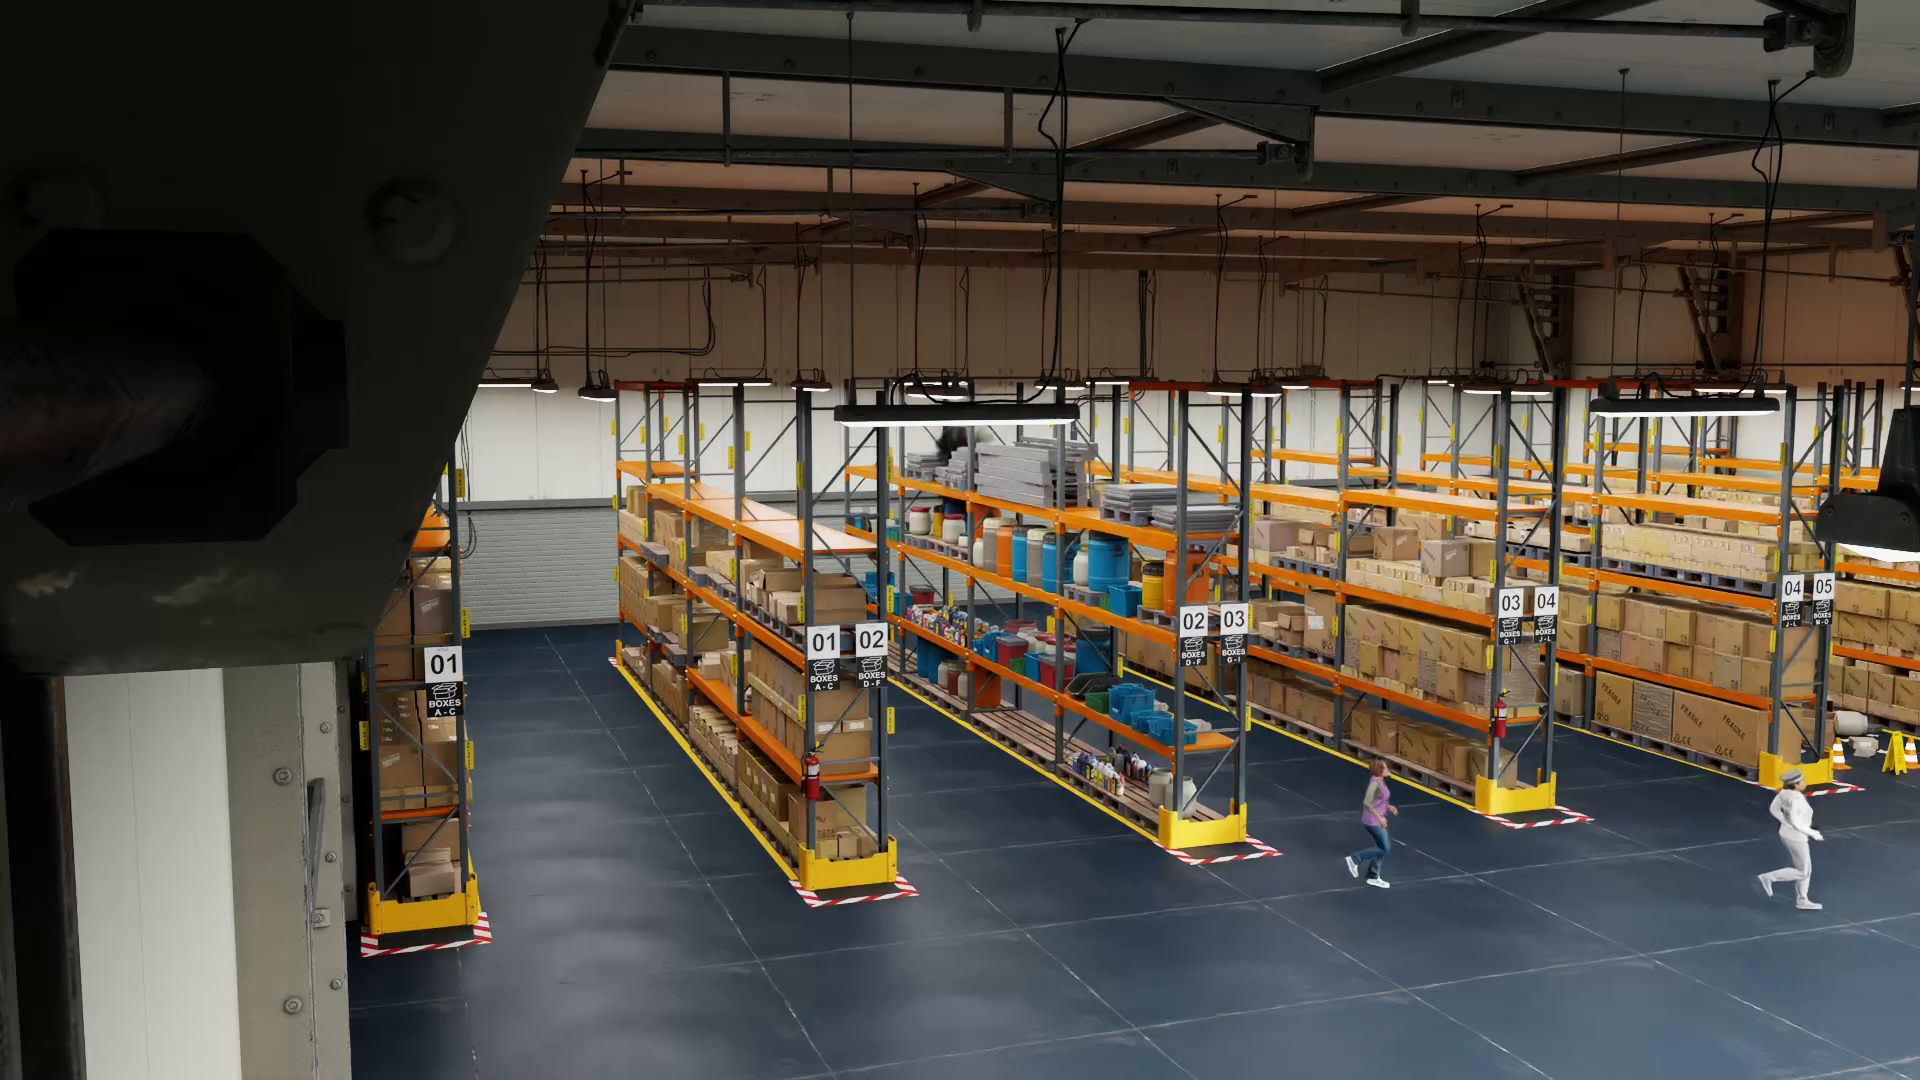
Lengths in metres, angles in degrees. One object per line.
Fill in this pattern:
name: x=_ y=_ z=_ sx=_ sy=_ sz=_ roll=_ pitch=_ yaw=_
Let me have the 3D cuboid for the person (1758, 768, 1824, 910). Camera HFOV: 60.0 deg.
person: x=9.656 y=3.465 z=19.326 sx=0.742 sy=1.661 sz=0.617 roll=1 pitch=6 yaw=6

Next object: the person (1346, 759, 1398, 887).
person: x=5.020 y=3.431 z=20.227 sx=0.585 sy=1.572 sz=0.532 roll=2 pitch=6 yaw=18
